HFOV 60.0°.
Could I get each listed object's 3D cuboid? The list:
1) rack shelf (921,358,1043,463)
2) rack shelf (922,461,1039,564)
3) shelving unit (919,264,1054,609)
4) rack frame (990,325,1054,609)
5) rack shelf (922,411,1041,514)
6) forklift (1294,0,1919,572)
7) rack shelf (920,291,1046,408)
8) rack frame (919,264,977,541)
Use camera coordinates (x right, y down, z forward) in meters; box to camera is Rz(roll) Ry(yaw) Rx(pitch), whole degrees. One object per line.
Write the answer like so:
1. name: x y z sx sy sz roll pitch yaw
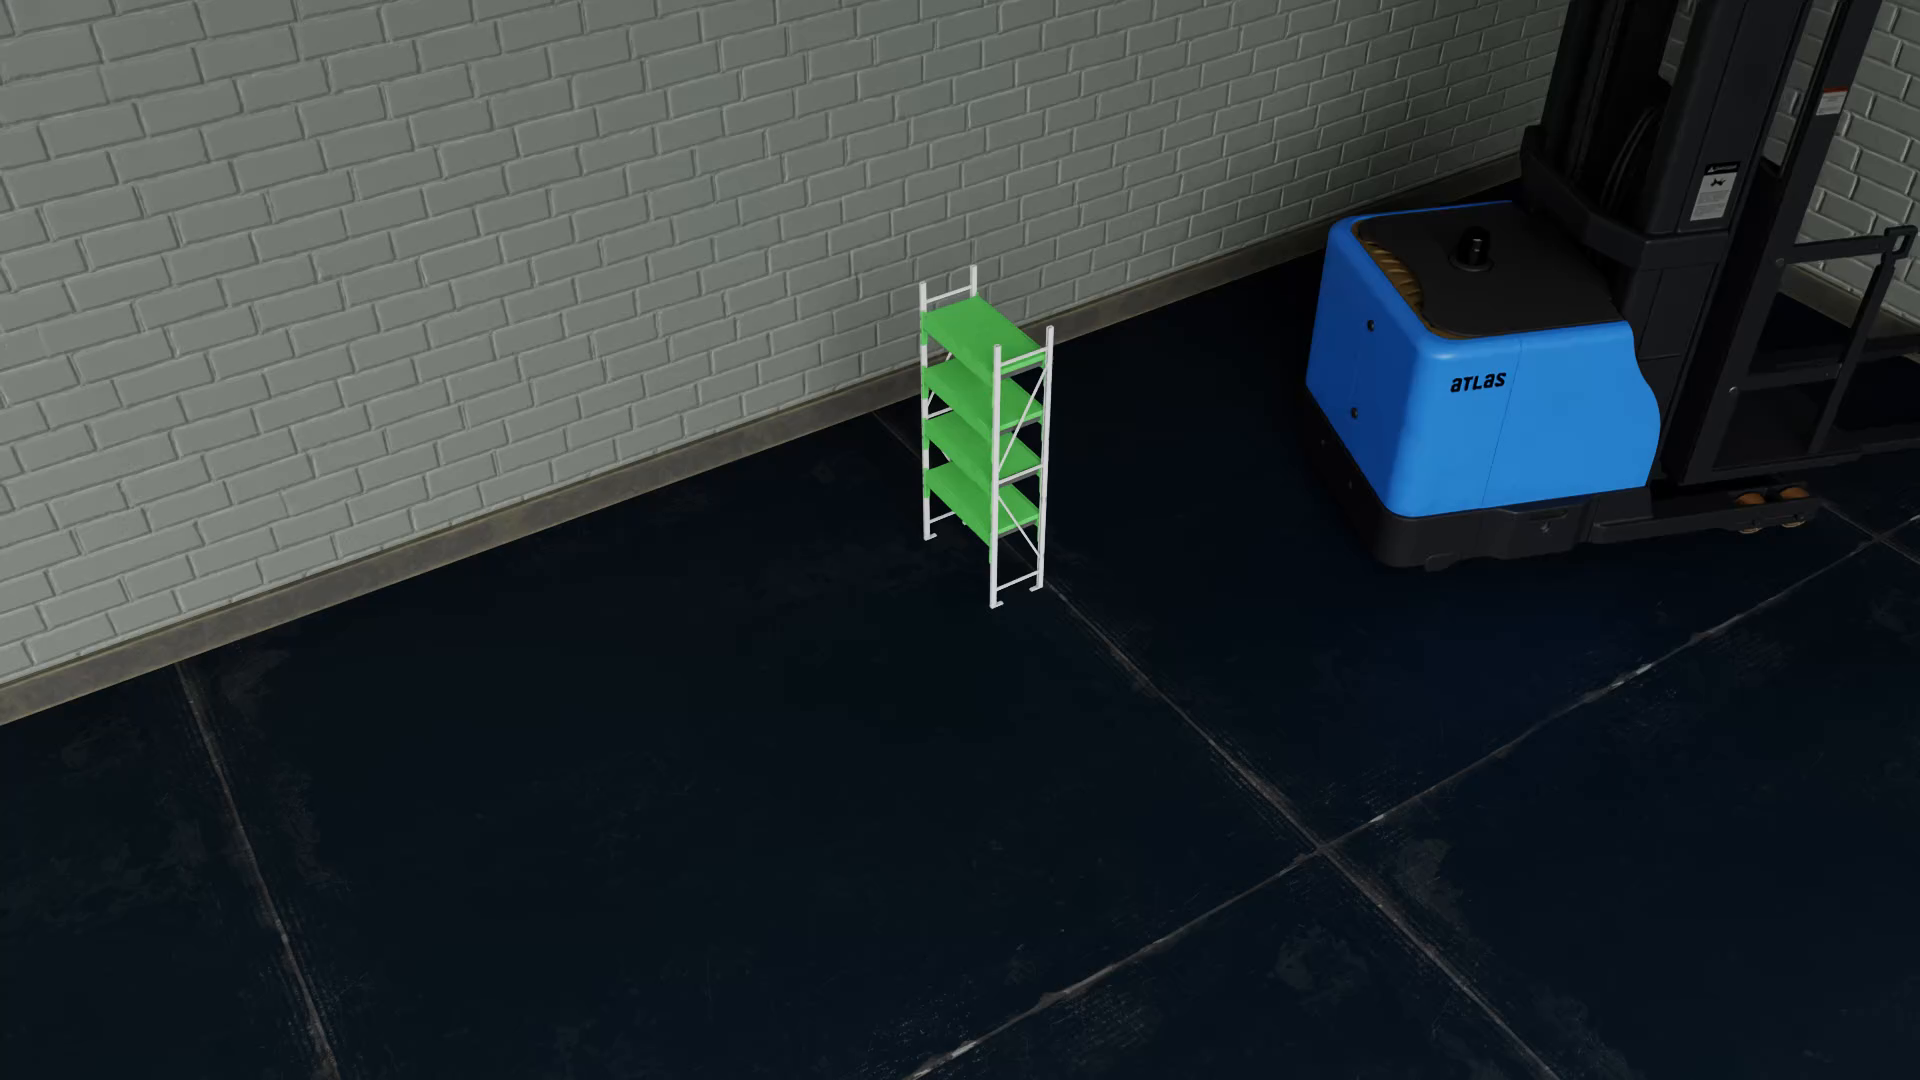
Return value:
1. rack shelf: 0.089 -0.507 6.146 0.258 0.148 0.480 -22 45 -24
2. rack shelf: 0.089 -0.138 6.453 0.258 0.148 0.480 -22 45 -24
3. shelving unit: 0.089 -0.372 6.259 0.258 1.200 0.503 -22 45 -24
4. rack frame: 0.220 -0.240 6.101 0.240 1.200 0.015 -22 45 -24
5. rack shelf: 0.089 -0.323 6.300 0.258 0.148 0.480 -22 45 -24
6. forklift: 3.023 -1.477 6.232 3.031 2.935 1.130 -8 40 -9
7. rack shelf: 0.089 -0.691 5.992 0.258 0.148 0.480 -22 45 -24
8. rack frame: -0.042 -0.503 6.417 0.240 1.200 0.015 -22 45 -24
